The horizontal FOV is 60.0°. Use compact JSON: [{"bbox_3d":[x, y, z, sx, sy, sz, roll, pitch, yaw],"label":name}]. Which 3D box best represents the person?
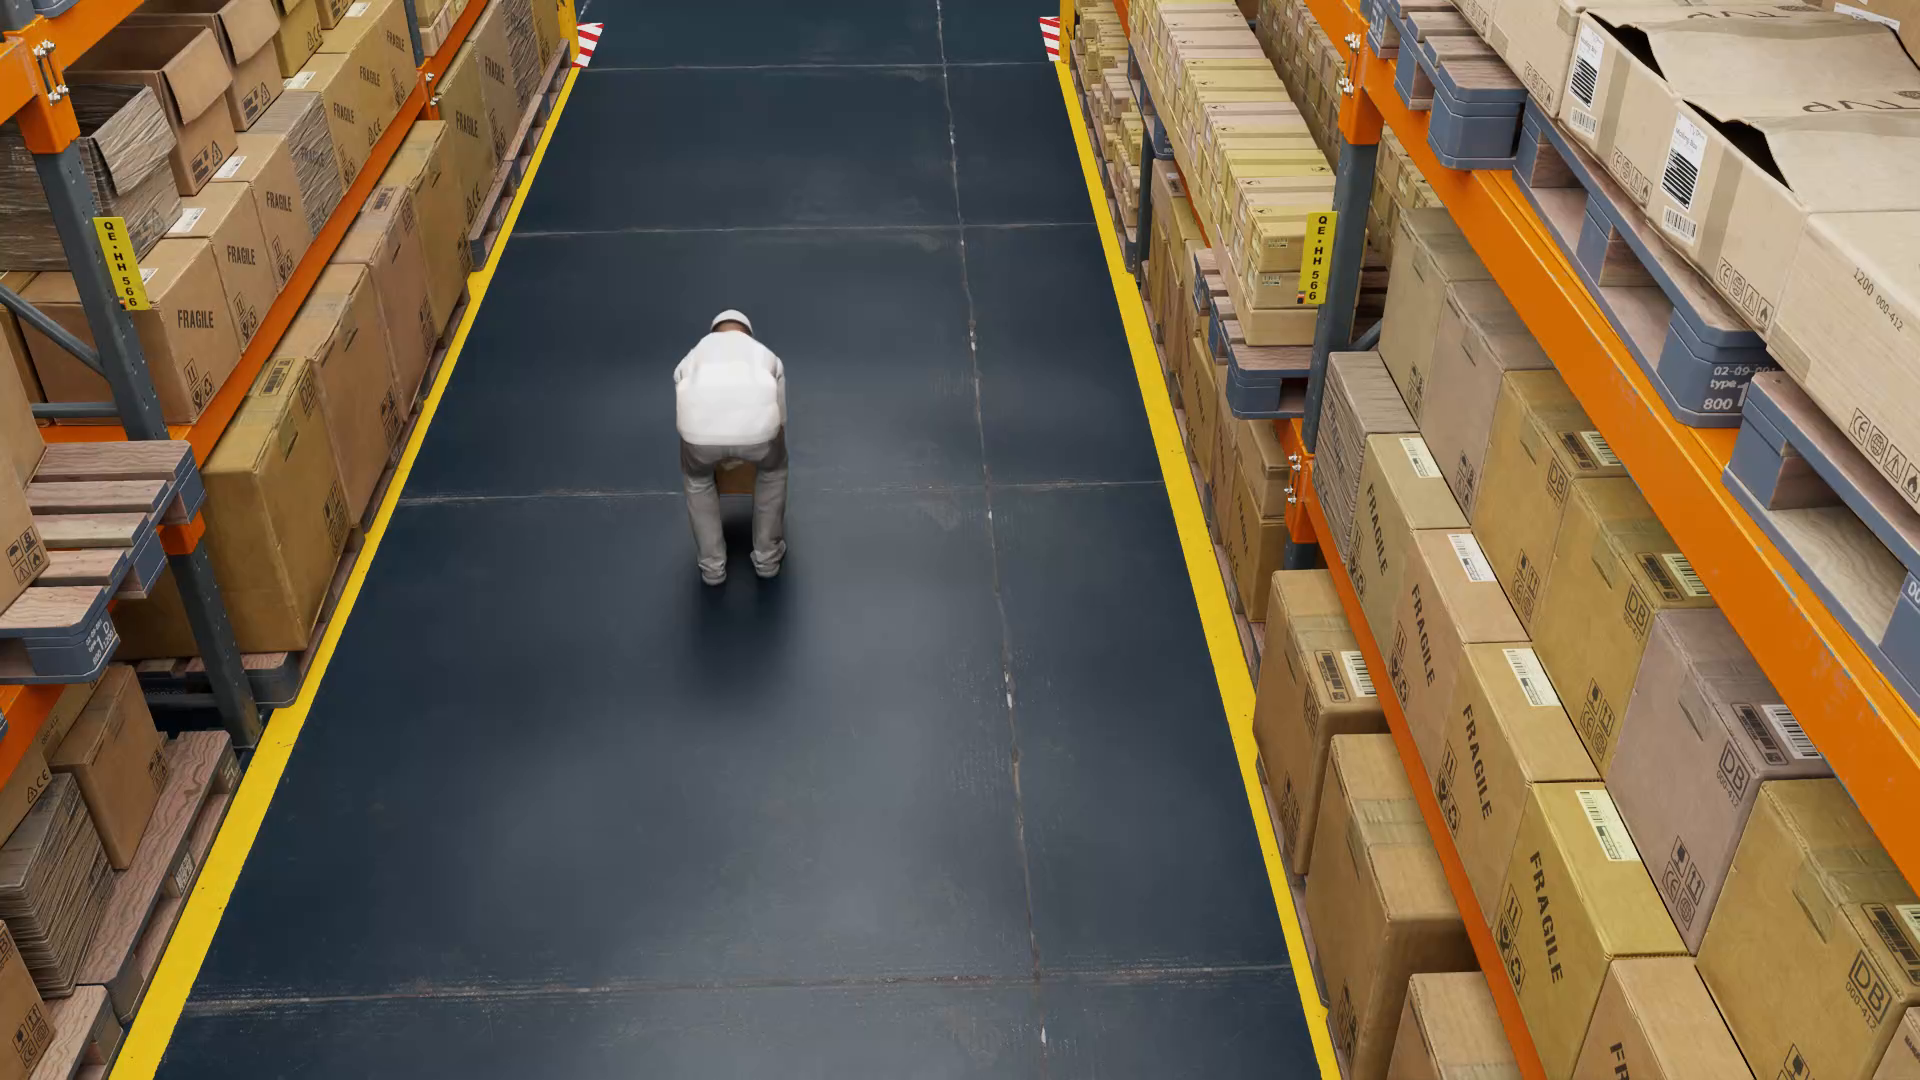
[{"bbox_3d":[-1.000,-0.429,7.353,0.483,1.053,0.982,-3,35,-4],"label":"person"}]
